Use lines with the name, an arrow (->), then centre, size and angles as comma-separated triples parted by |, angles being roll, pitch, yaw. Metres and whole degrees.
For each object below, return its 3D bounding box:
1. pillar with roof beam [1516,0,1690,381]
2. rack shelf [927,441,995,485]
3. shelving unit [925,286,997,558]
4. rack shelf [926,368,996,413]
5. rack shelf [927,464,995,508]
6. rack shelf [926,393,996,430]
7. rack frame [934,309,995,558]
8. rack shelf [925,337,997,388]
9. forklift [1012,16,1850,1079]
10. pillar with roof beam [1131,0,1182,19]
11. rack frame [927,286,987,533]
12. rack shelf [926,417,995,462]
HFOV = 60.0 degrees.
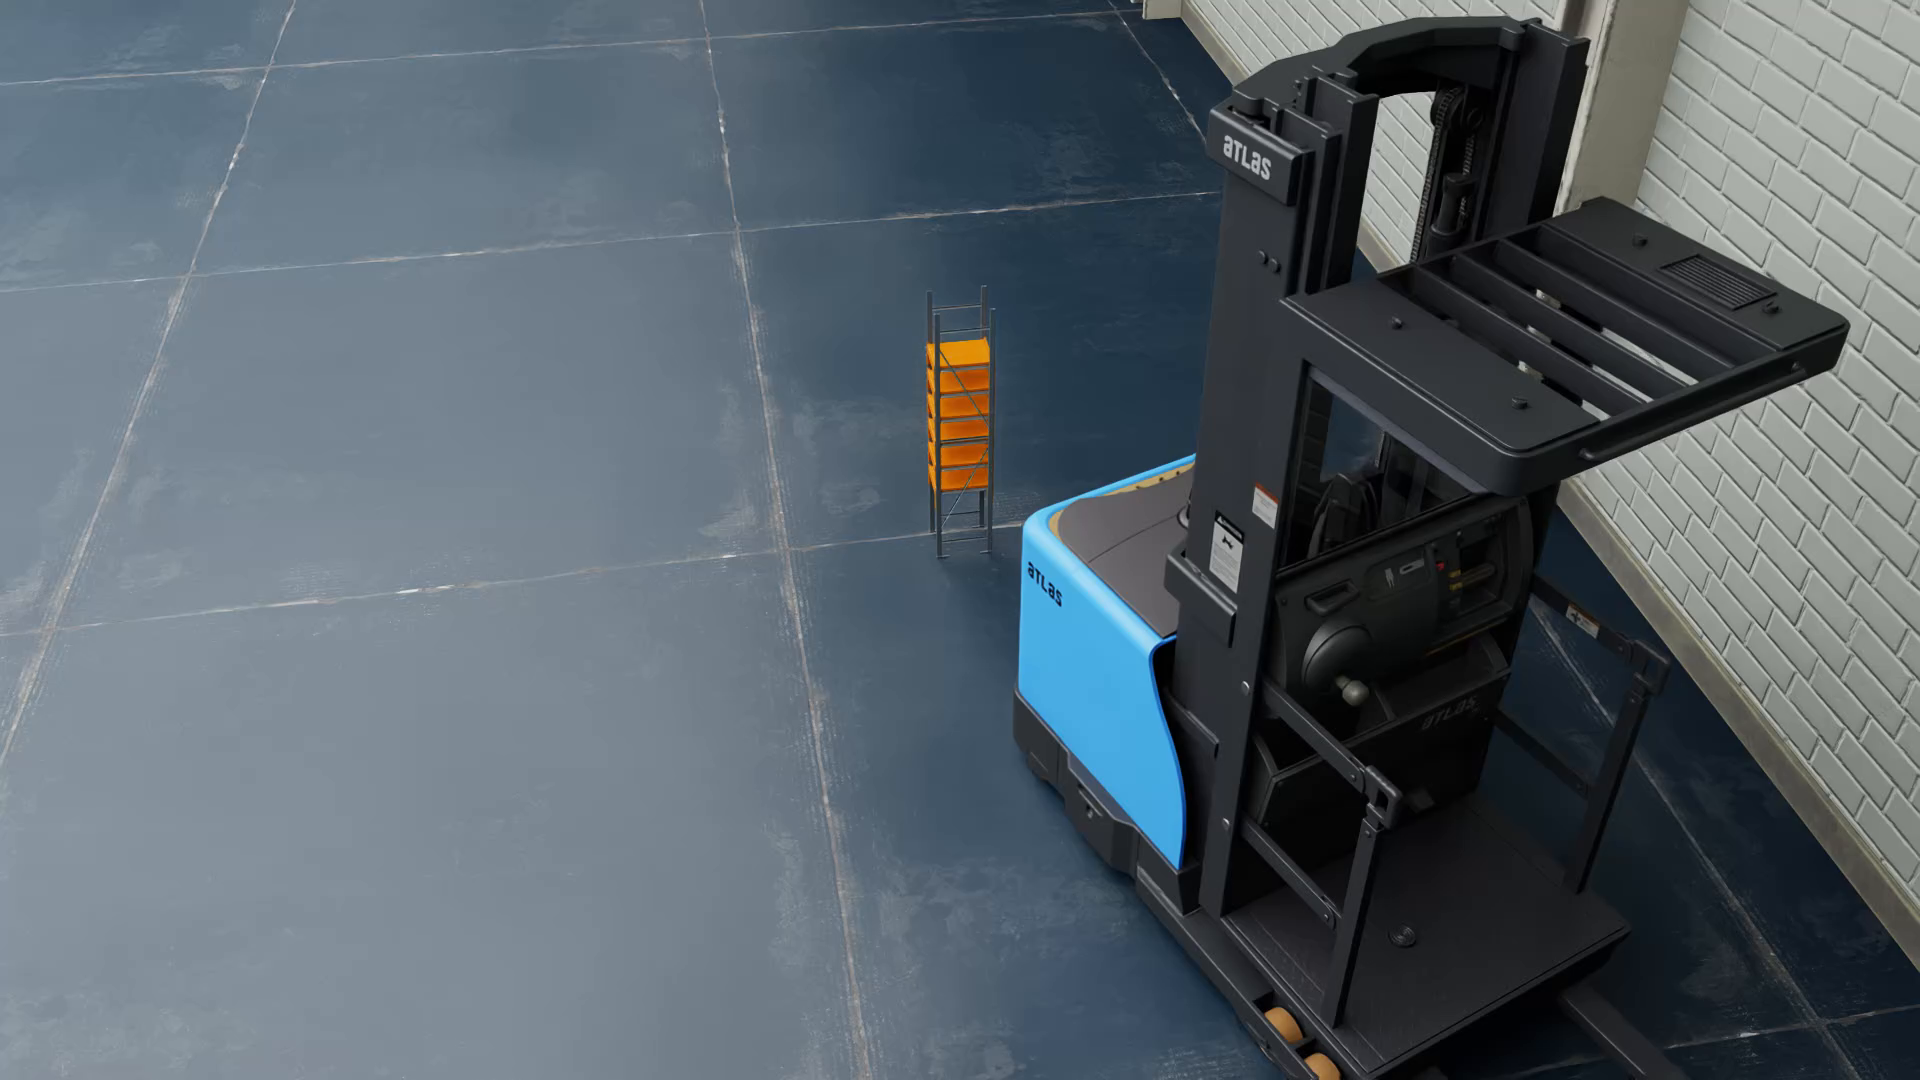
pillar with roof beam -> -1.723, -3.404, 4.297 | 9.100, 9.000, 0.400 | -6, 38, -8
rack shelf -> 0.003, -0.335, 6.972 | 0.258, 0.103, 0.180 | -6, 38, -8
shelving unit -> 0.003, -0.465, 6.871 | 0.258, 1.200, 0.189 | -6, 38, -8
rack shelf -> 0.003, -0.620, 6.751 | 0.258, 0.103, 0.180 | -6, 38, -8
rack shelf -> 0.003, -0.240, 7.045 | 0.258, 0.103, 0.180 | -6, 38, -8
rack shelf -> 0.003, -0.525, 6.824 | 0.258, 0.103, 0.180 | -6, 38, -8
rack frame -> 0.019, -0.410, 6.800 | 0.240, 1.200, 0.006 | -6, 38, -8
rack shelf -> 0.003, -0.714, 6.677 | 0.258, 0.103, 0.180 | -6, 38, -8
forklift -> 1.374, 0.237, 4.556 | 1.130, 2.935, 3.031 | -20, 42, -24
pillar with roof beam -> -2.775, -7.028, 8.962 | 9.100, 9.000, 0.400 | -6, 38, -8
rack frame -> -0.013, -0.520, 6.942 | 0.240, 1.200, 0.006 | -6, 38, -8
rack shelf -> 0.003, -0.430, 6.898 | 0.258, 0.103, 0.180 | -6, 38, -8
